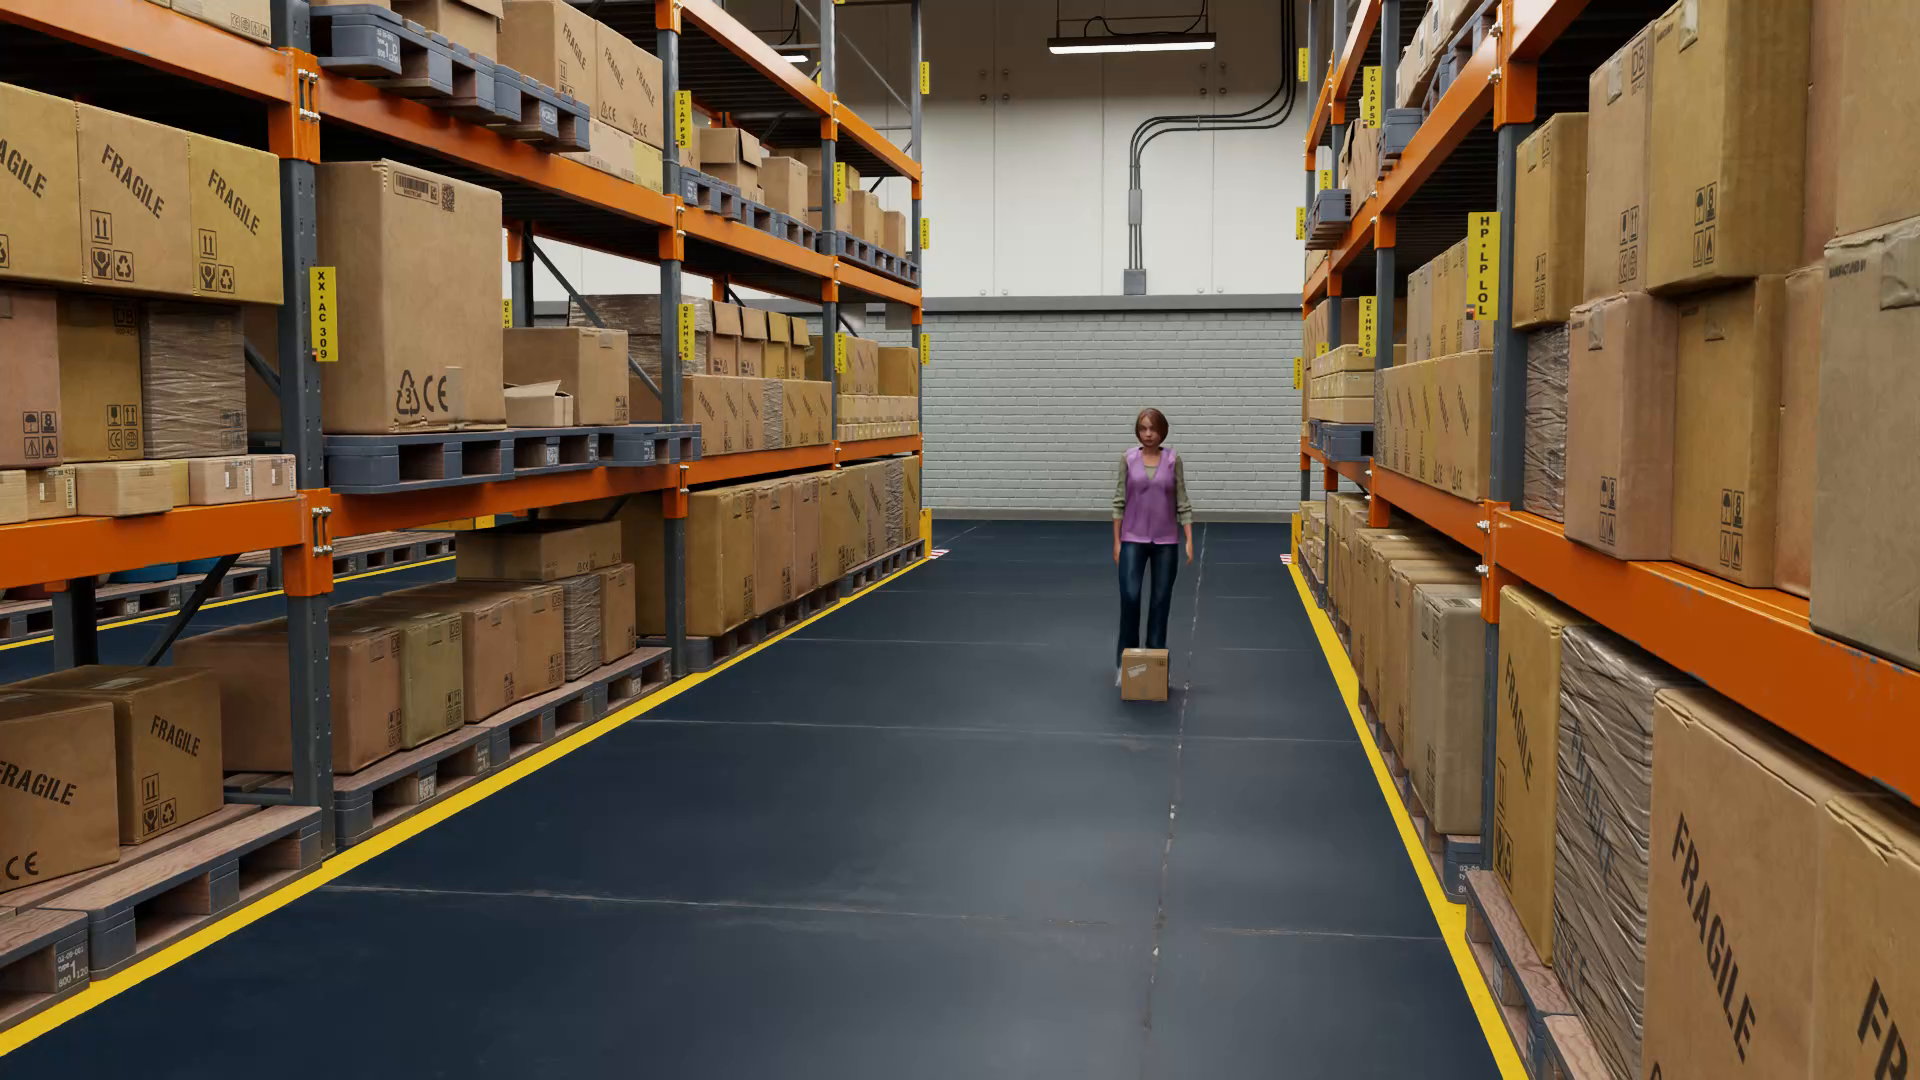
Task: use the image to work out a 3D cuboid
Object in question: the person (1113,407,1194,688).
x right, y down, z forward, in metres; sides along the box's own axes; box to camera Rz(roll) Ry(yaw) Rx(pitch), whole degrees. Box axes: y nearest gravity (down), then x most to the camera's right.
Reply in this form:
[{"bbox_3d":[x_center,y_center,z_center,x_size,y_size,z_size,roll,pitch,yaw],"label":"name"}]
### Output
[{"bbox_3d":[1.117,0.078,9.620,0.453,1.611,0.370,0,5,2],"label":"person"}]
